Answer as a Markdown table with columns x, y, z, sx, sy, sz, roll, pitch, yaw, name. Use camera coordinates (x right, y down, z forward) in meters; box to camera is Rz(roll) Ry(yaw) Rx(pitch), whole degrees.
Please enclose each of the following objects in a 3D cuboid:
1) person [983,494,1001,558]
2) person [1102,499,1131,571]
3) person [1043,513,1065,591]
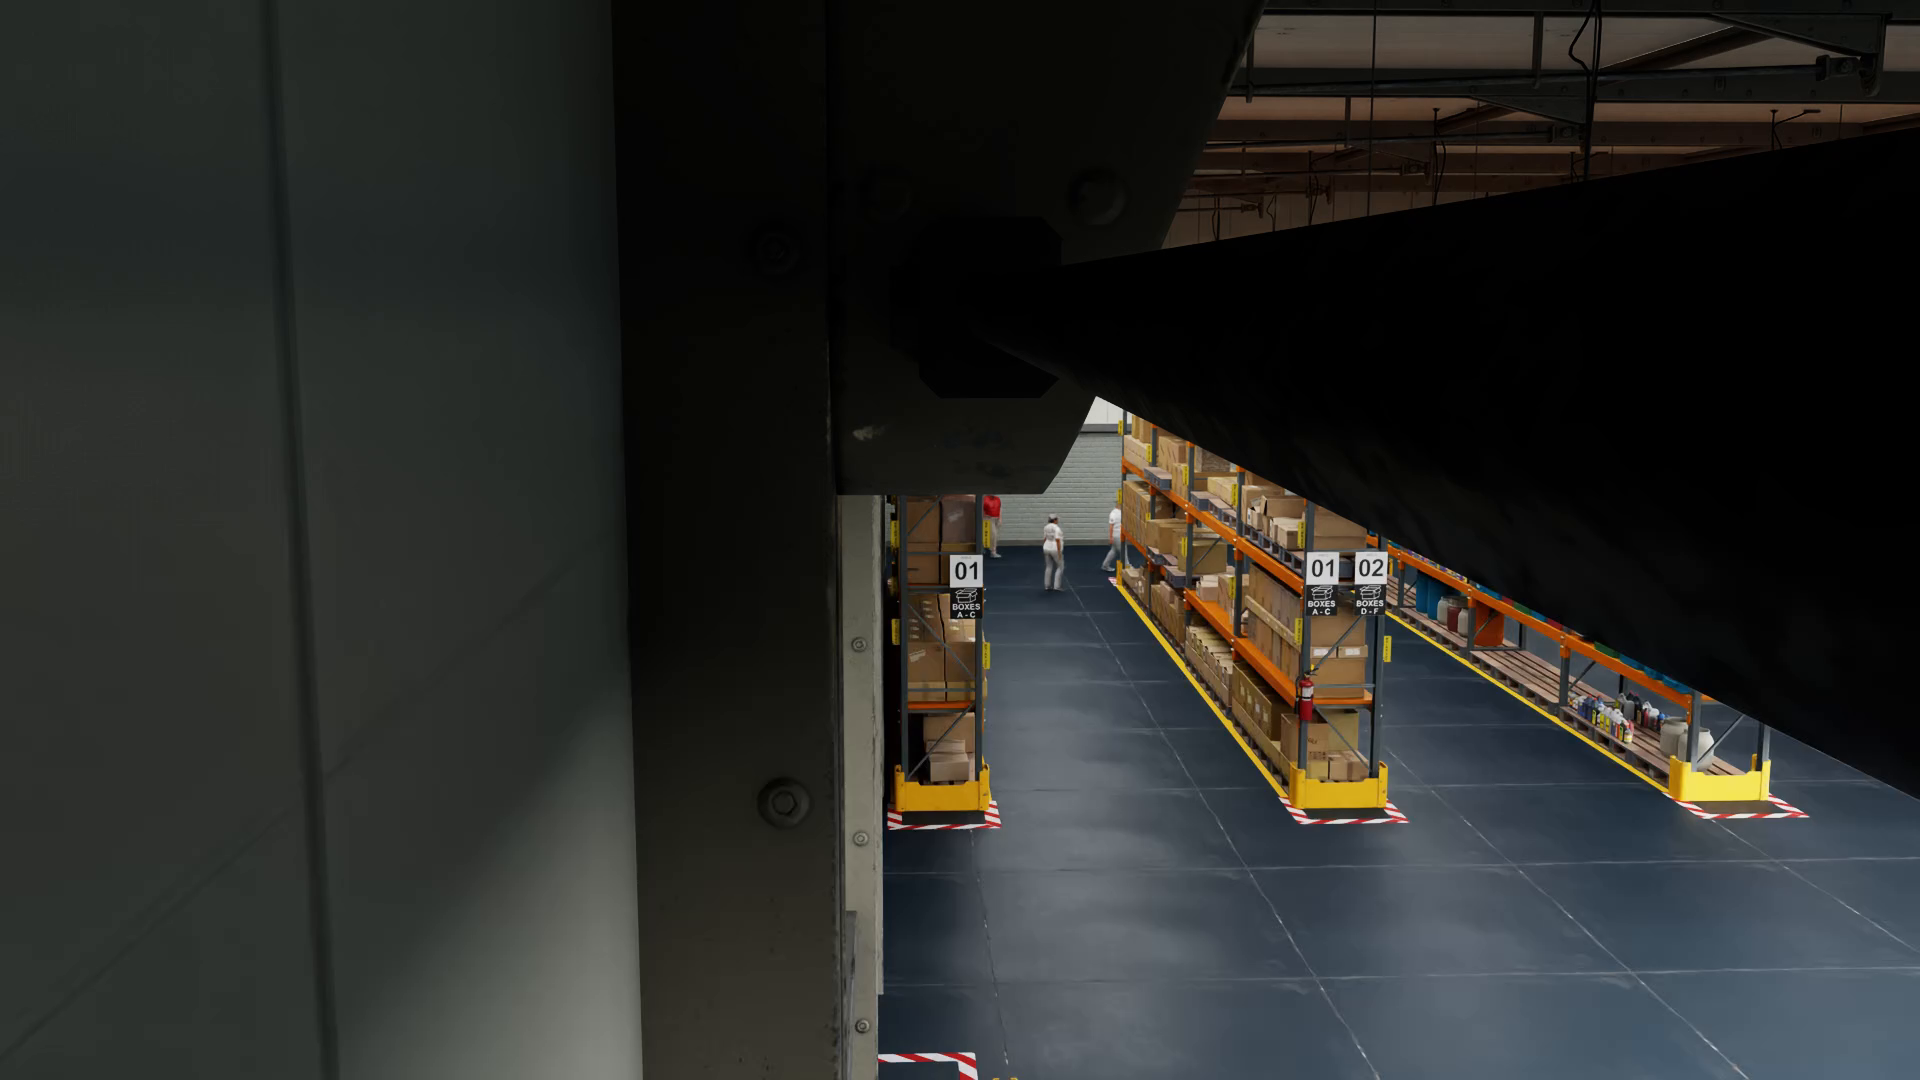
| x | y | z | sx | sy | sz | roll | pitch | yaw | name |
| --- | --- | --- | --- | --- | --- | --- | --- | --- | --- |
| 0.731 | -0.456 | 40.208 | 0.781 | 1.698 | 0.527 | 6 | 10 | 35 | person |
| 3.665 | -0.101 | 37.828 | 0.972 | 1.722 | 0.547 | 4 | 9 | 27 | person |
| 1.982 | 0.284 | 35.698 | 0.454 | 1.718 | 0.555 | -8 | 12 | -43 | person |
